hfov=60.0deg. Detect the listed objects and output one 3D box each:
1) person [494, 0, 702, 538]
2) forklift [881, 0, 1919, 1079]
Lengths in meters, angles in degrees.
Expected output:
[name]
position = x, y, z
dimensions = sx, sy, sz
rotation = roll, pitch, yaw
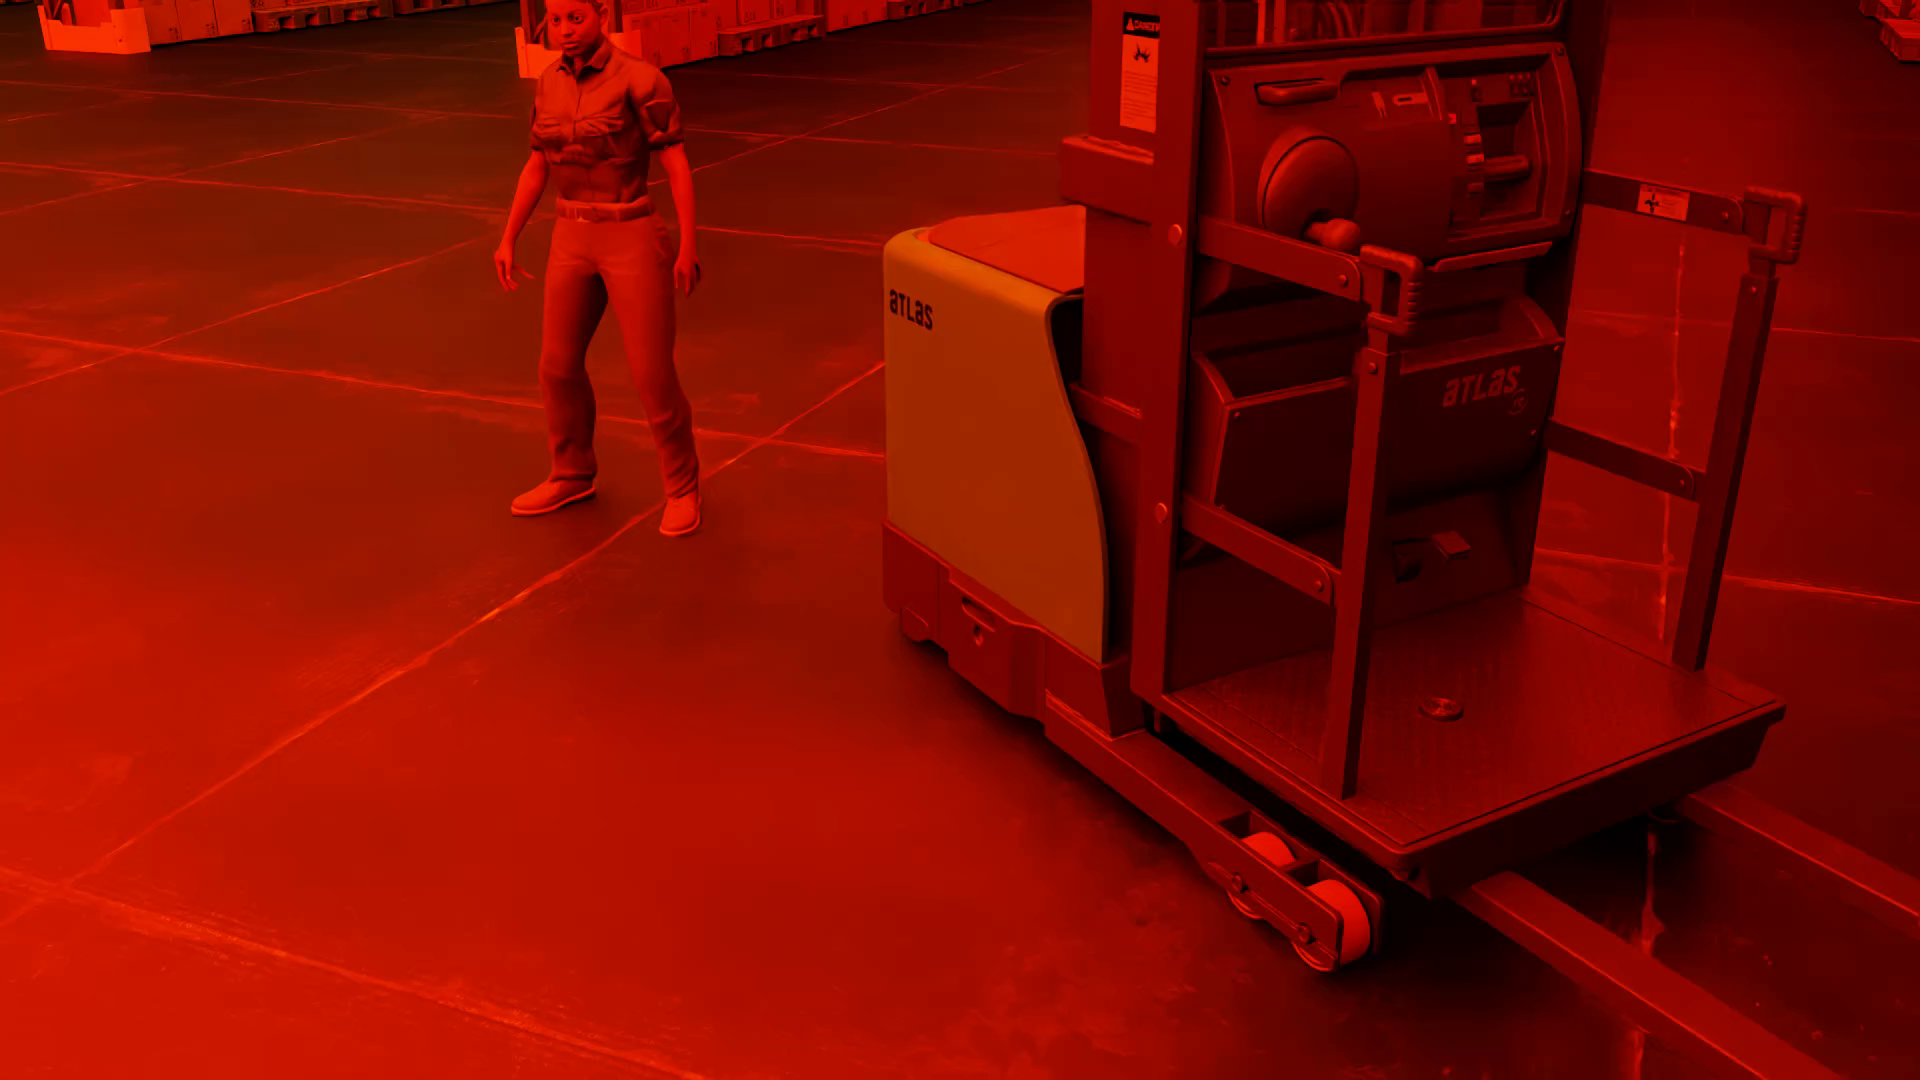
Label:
[person]
position = -1.097, -0.852, 5.008
dimensions = 0.650, 1.661, 0.362
rotation = 9, 24, 21
[forklift]
position = 0.980, -0.743, 3.070
dimensions = 1.130, 2.935, 3.031
rotation = -13, 26, -28
